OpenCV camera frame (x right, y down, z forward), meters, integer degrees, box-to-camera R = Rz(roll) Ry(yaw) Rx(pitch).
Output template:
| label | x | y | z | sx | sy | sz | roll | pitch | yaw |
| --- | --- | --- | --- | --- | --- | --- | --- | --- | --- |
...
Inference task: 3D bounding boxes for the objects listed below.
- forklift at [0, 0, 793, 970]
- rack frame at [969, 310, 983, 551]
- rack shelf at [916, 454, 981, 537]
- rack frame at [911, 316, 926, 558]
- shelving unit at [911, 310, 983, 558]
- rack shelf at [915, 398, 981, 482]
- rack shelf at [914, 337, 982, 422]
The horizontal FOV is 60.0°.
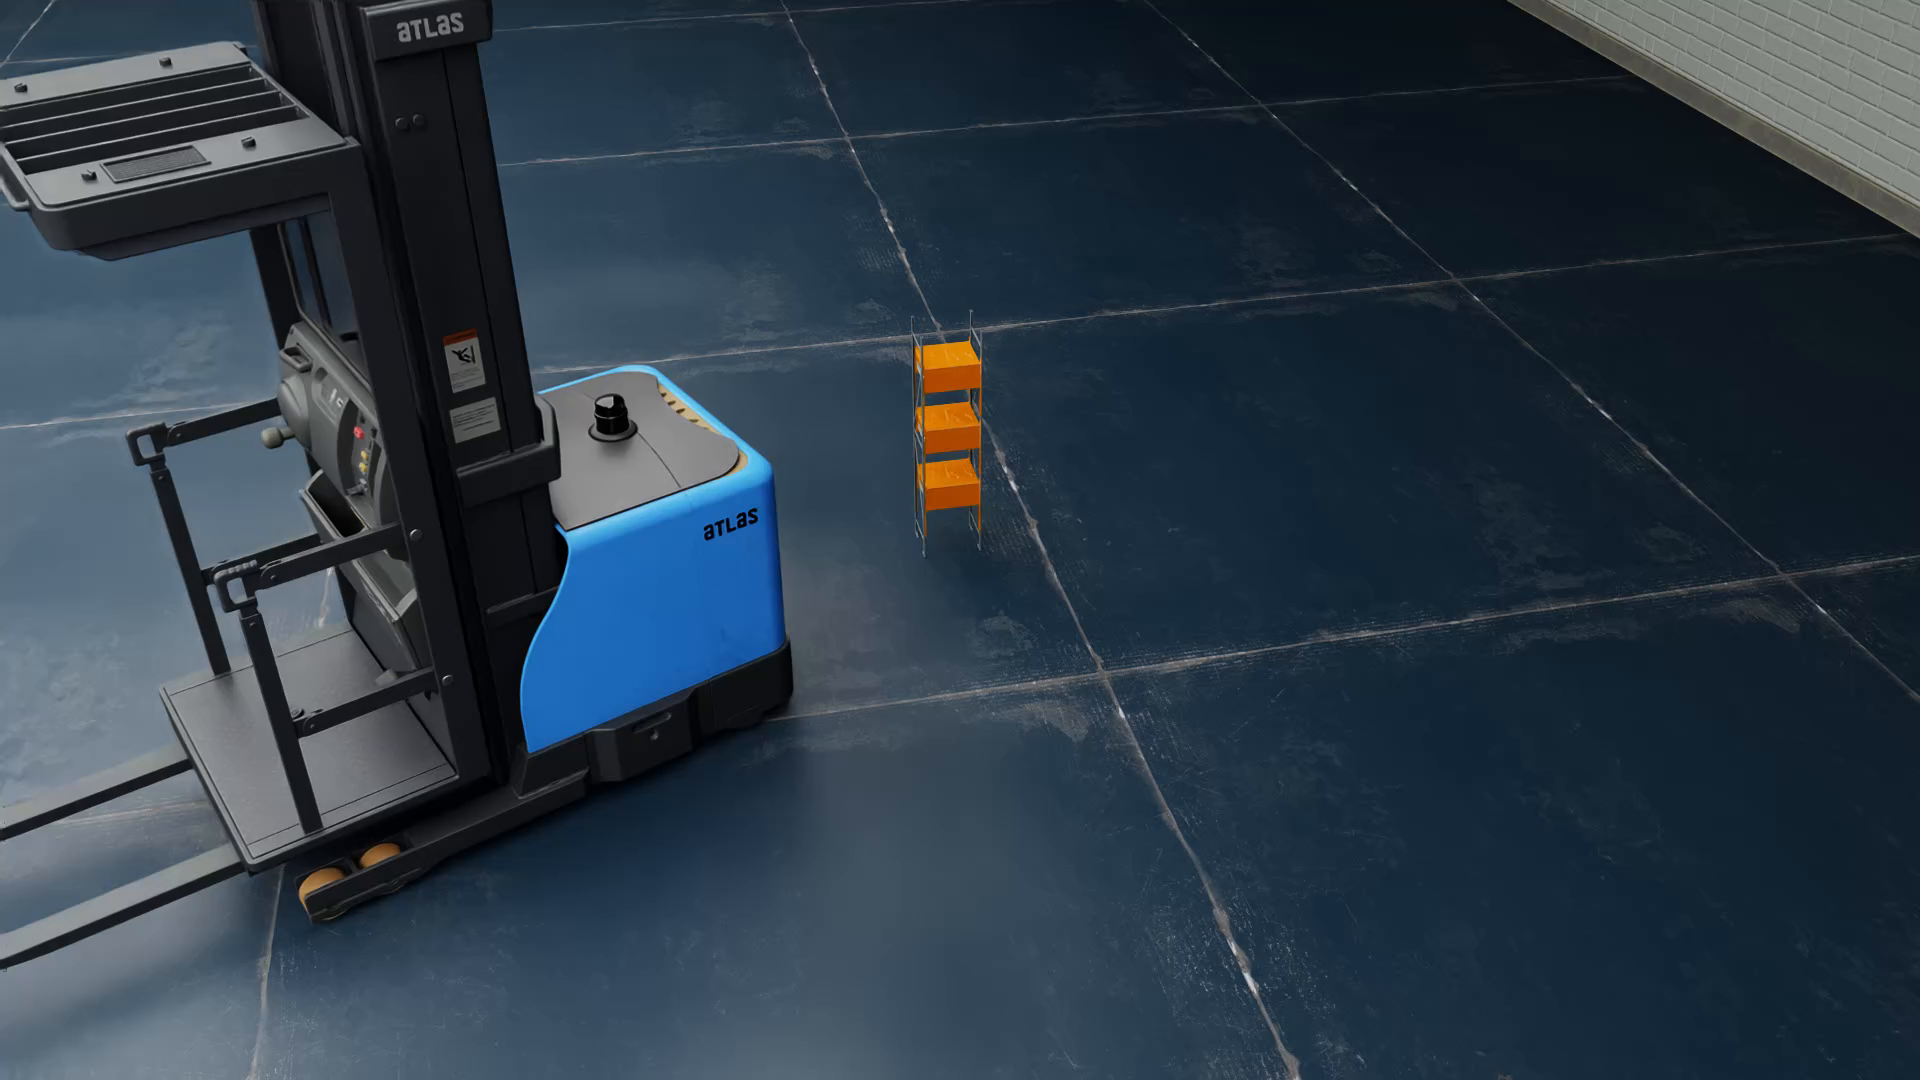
| label | x | y | z | sx | sy | sz | roll | pitch | yaw |
| --- | --- | --- | --- | --- | --- | --- | --- | --- | --- |
| forklift | -2.120 | -0.318 | 5.094 | 3.031 | 2.935 | 1.130 | -22 | 40 | -29 |
| rack frame | 0.067 | -0.444 | 6.970 | 0.008 | 1.050 | 0.200 | -7 | 35 | -11 |
| rack shelf | -0.052 | -0.190 | 7.108 | 0.240 | 0.259 | 0.215 | -7 | 35 | -11 |
| rack frame | -0.171 | -0.414 | 6.925 | 0.008 | 1.050 | 0.200 | -7 | 35 | -11 |
| shelving unit | -0.052 | -0.429 | 6.948 | 0.252 | 1.050 | 0.215 | -7 | 35 | -11 |
| rack shelf | -0.052 | -0.421 | 6.954 | 0.240 | 0.259 | 0.215 | -7 | 35 | -11 |
| rack shelf | -0.052 | -0.656 | 6.795 | 0.240 | 0.259 | 0.215 | -7 | 35 | -11 |
